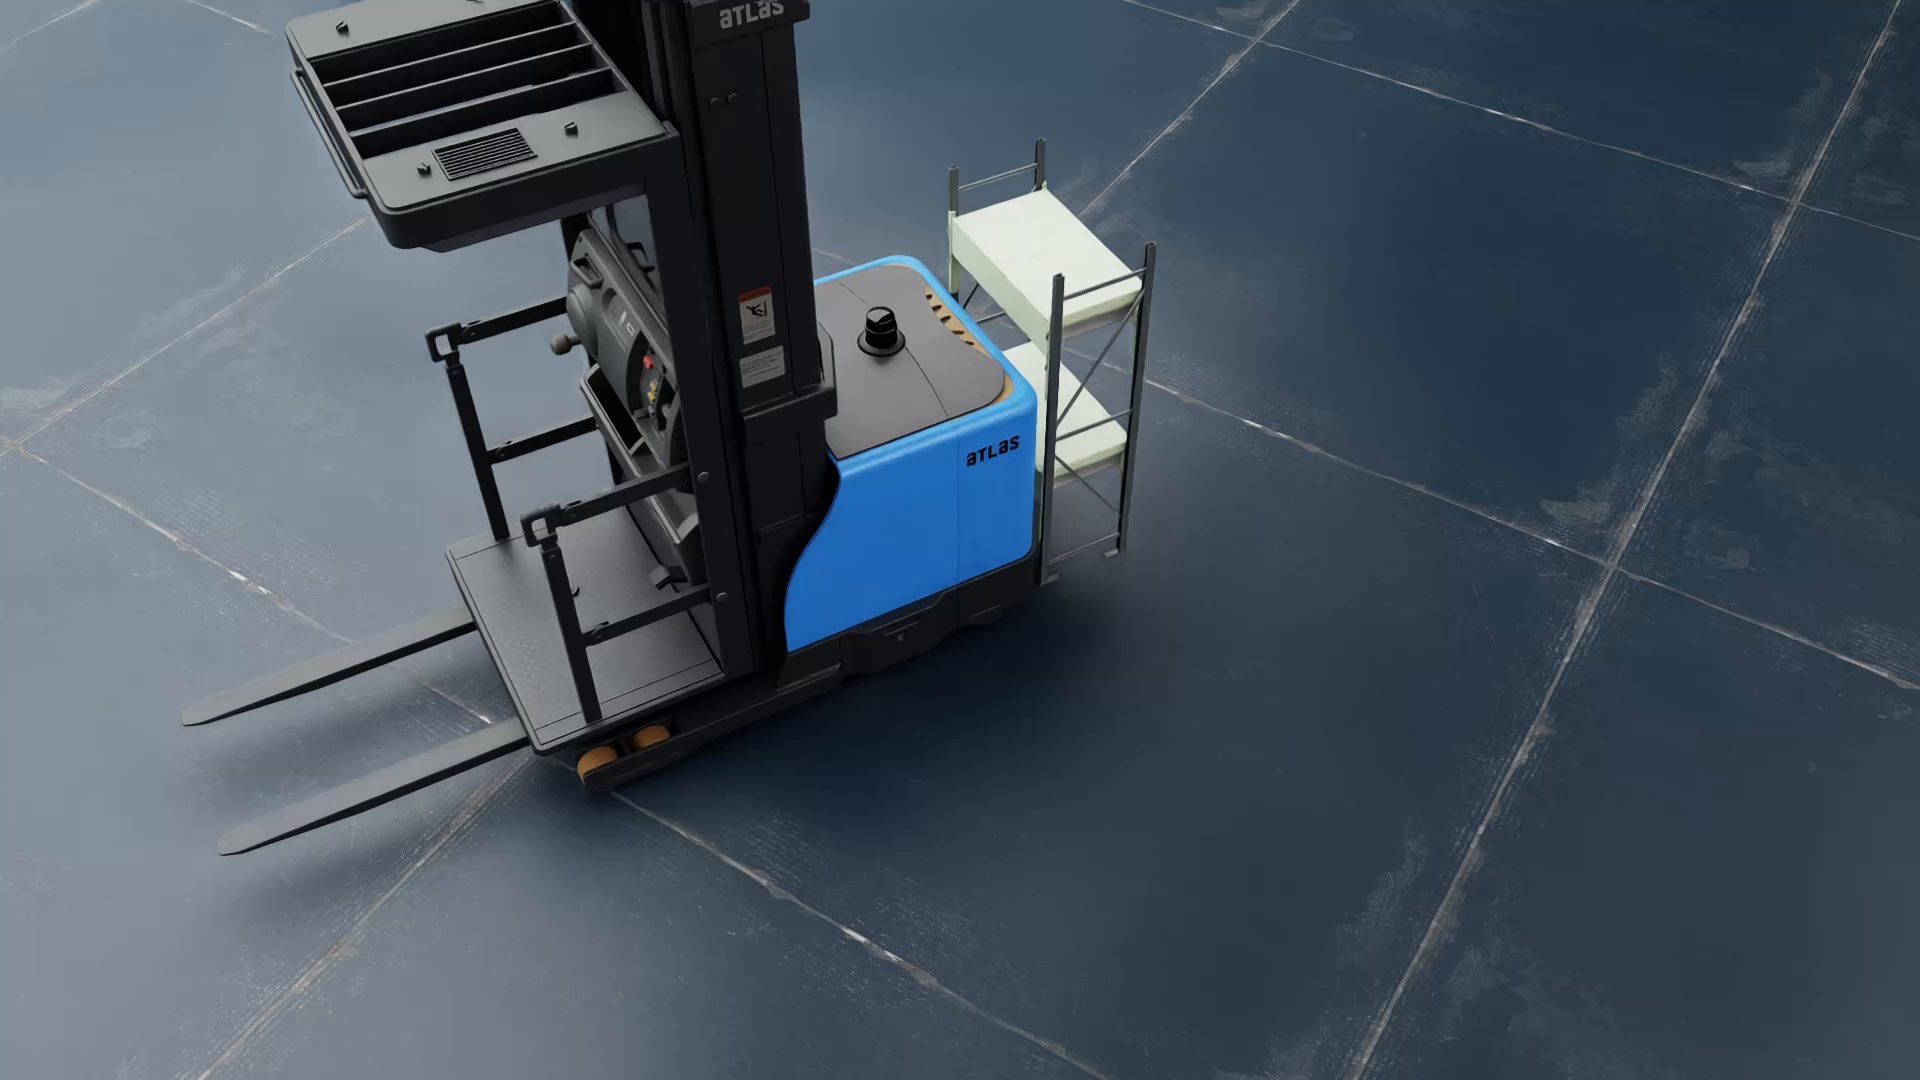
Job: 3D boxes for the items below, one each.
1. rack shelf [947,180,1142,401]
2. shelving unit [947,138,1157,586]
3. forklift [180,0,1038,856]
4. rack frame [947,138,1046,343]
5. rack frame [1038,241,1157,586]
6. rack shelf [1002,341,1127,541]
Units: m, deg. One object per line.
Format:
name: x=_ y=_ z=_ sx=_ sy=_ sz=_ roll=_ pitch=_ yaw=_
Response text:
rack shelf: x=0.312 y=-0.918 z=6.052 sx=0.431 sy=0.370 sz=0.720 roll=-22 pitch=50 yaw=-20
shelving unit: x=0.312 y=-0.646 z=6.332 sx=0.431 sy=1.500 sz=0.755 roll=-22 pitch=50 yaw=-20
forklift: x=-1.256 y=-0.568 z=5.258 sx=3.031 sy=2.935 sz=1.130 roll=-22 pitch=50 yaw=-20
rack frame: x=0.135 y=-0.876 z=6.555 sx=0.400 sy=1.500 sz=0.023 roll=-22 pitch=50 yaw=-20
rack frame: x=0.488 y=-0.416 z=6.108 sx=0.400 sy=1.500 sz=0.023 roll=-22 pitch=50 yaw=-20
rack shelf: x=0.312 y=-0.419 z=6.566 sx=0.431 sy=0.370 sz=0.720 roll=-22 pitch=50 yaw=-20
